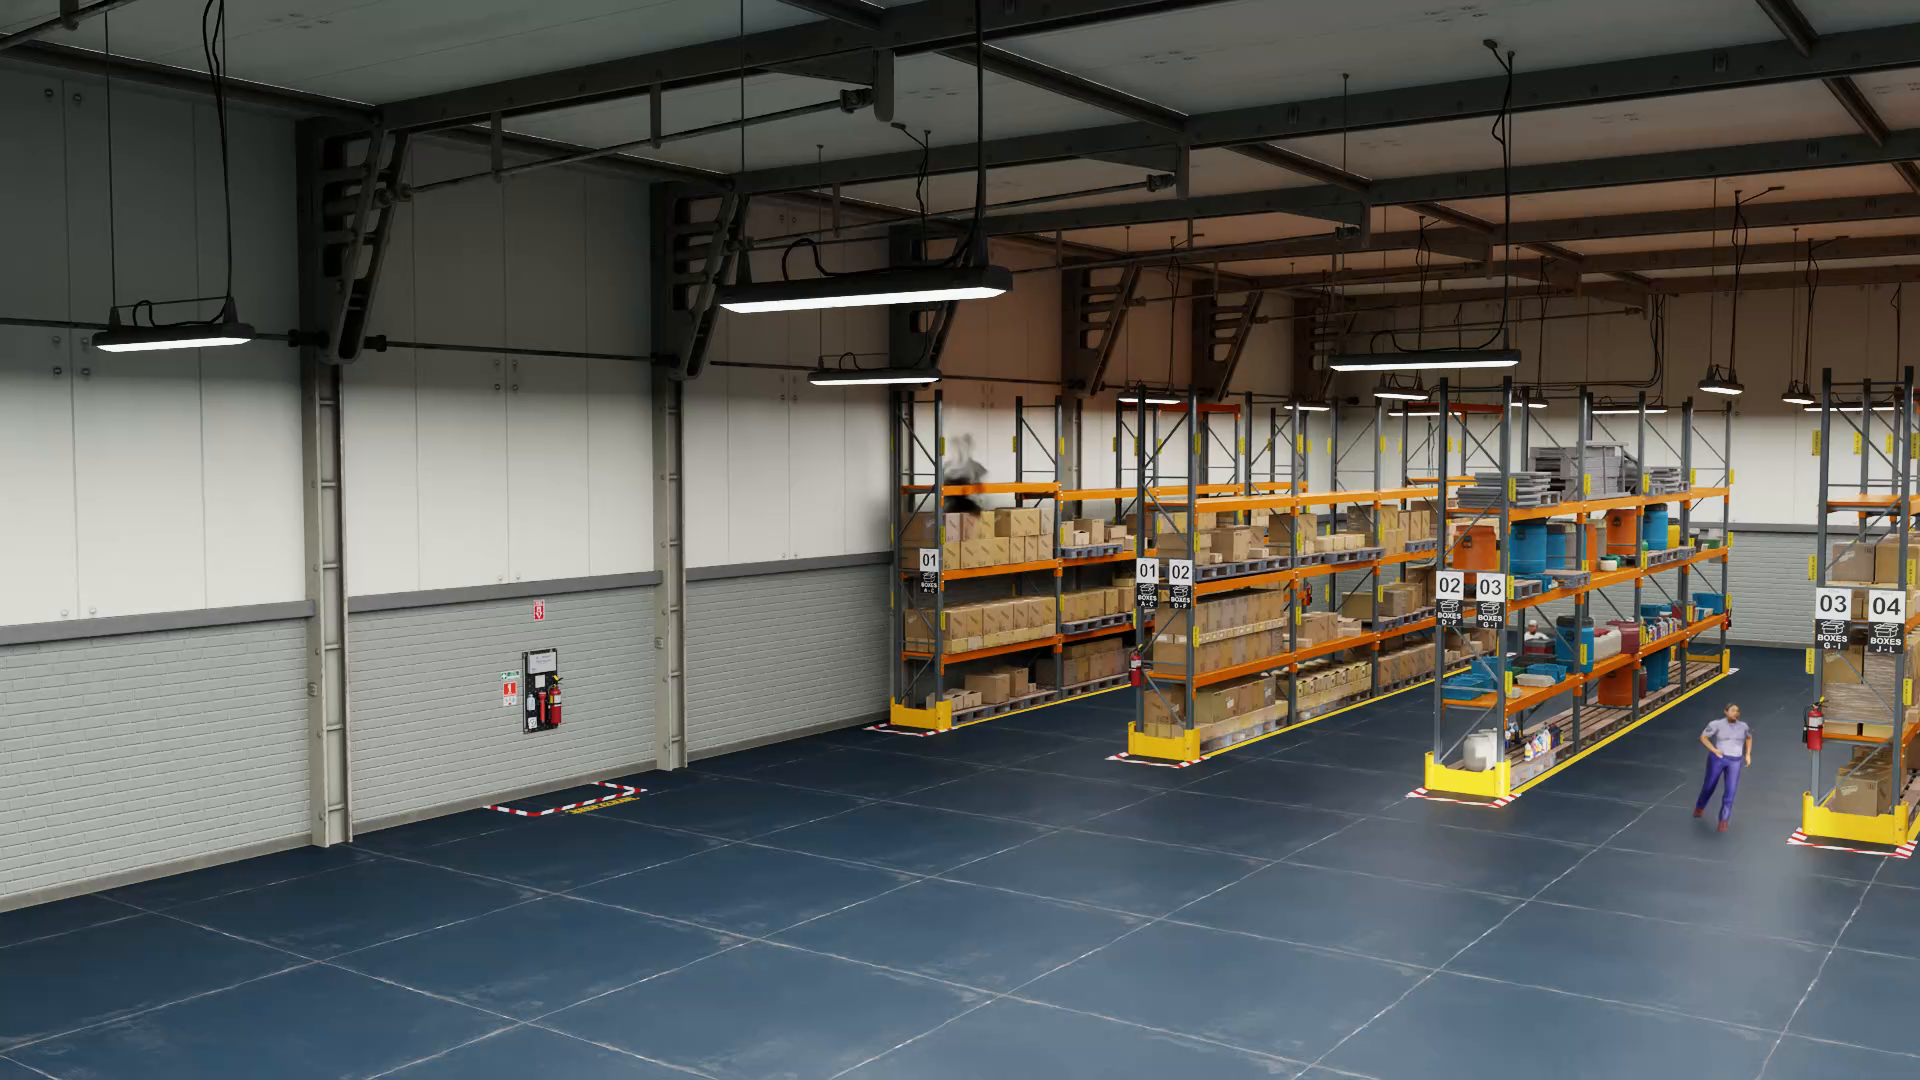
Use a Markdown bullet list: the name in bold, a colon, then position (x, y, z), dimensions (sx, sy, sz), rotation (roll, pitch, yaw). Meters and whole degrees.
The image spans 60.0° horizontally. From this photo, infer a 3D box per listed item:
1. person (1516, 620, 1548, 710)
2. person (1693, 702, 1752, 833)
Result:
- **person**: position (10.916, 2.353, 31.725), dimensions (0.602, 1.663, 0.913), rotation (2, 4, 31)
- **person**: position (10.069, 2.965, 21.874), dimensions (0.694, 1.670, 0.842), rotation (1, 3, 15)
